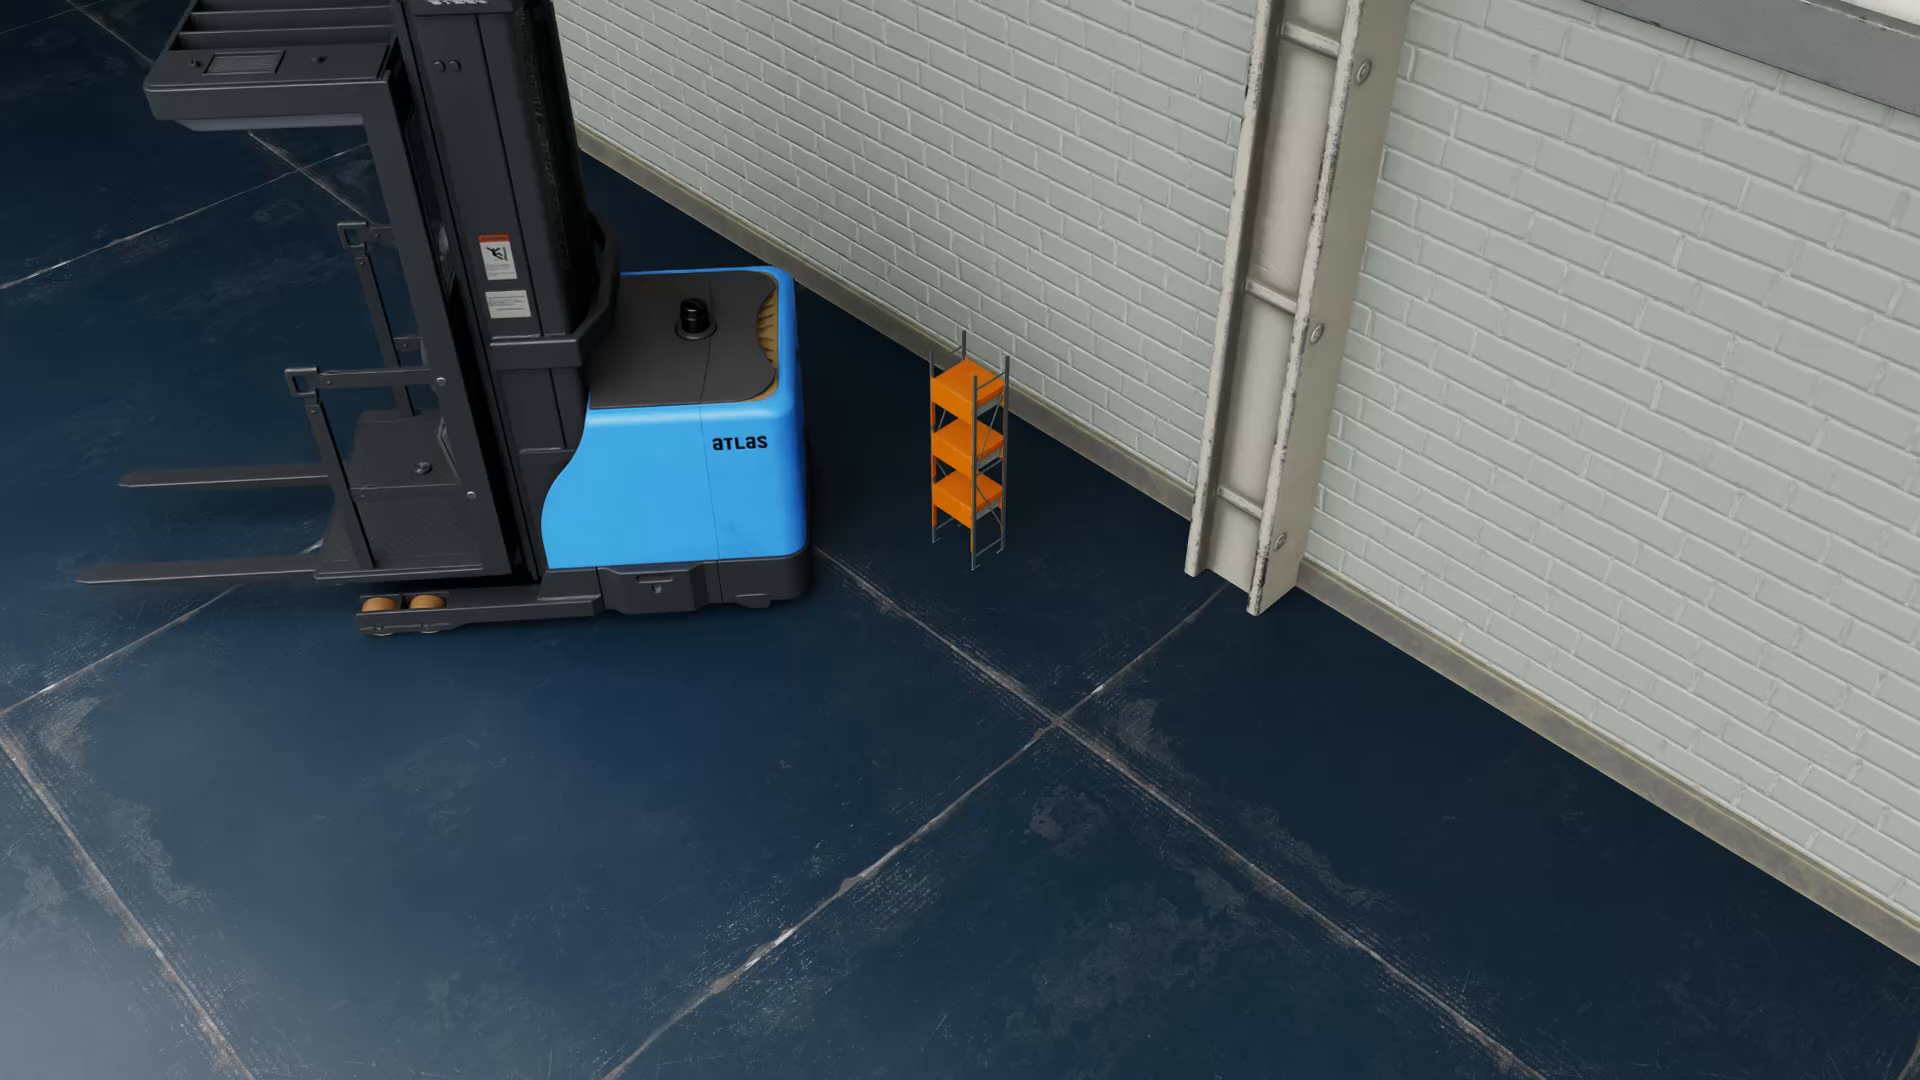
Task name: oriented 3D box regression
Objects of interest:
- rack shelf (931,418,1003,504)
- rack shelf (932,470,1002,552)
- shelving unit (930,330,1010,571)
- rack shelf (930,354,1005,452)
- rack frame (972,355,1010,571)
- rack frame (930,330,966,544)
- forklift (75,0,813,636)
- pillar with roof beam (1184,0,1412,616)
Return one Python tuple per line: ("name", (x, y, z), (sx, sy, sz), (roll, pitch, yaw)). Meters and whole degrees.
("rack shelf", (0.038, -0.352, 6.990), (0.215, 0.259, 0.240), (-34, 53, -31))
("rack shelf", (0.038, -0.148, 7.179), (0.215, 0.259, 0.240), (-34, 53, -31))
("shelving unit", (0.038, -0.360, 6.983), (0.215, 1.050, 0.252), (-34, 53, -31))
("rack shelf", (0.038, -0.561, 6.798), (0.215, 0.259, 0.240), (-34, 53, -31))
("rack frame", (0.124, -0.301, 6.920), (0.200, 1.050, 0.008), (-34, 53, -31))
("rack frame", (-0.048, -0.418, 7.047), (0.200, 1.050, 0.008), (-34, 53, -31))
("forklift", (-2.168, -1.052, 6.346), (3.031, 2.935, 1.130), (-3, 43, -3))
("pillar with roof beam", (-1.829, -1.086, 1.912), (9.100, 9.000, 0.400), (-34, 53, -31))
